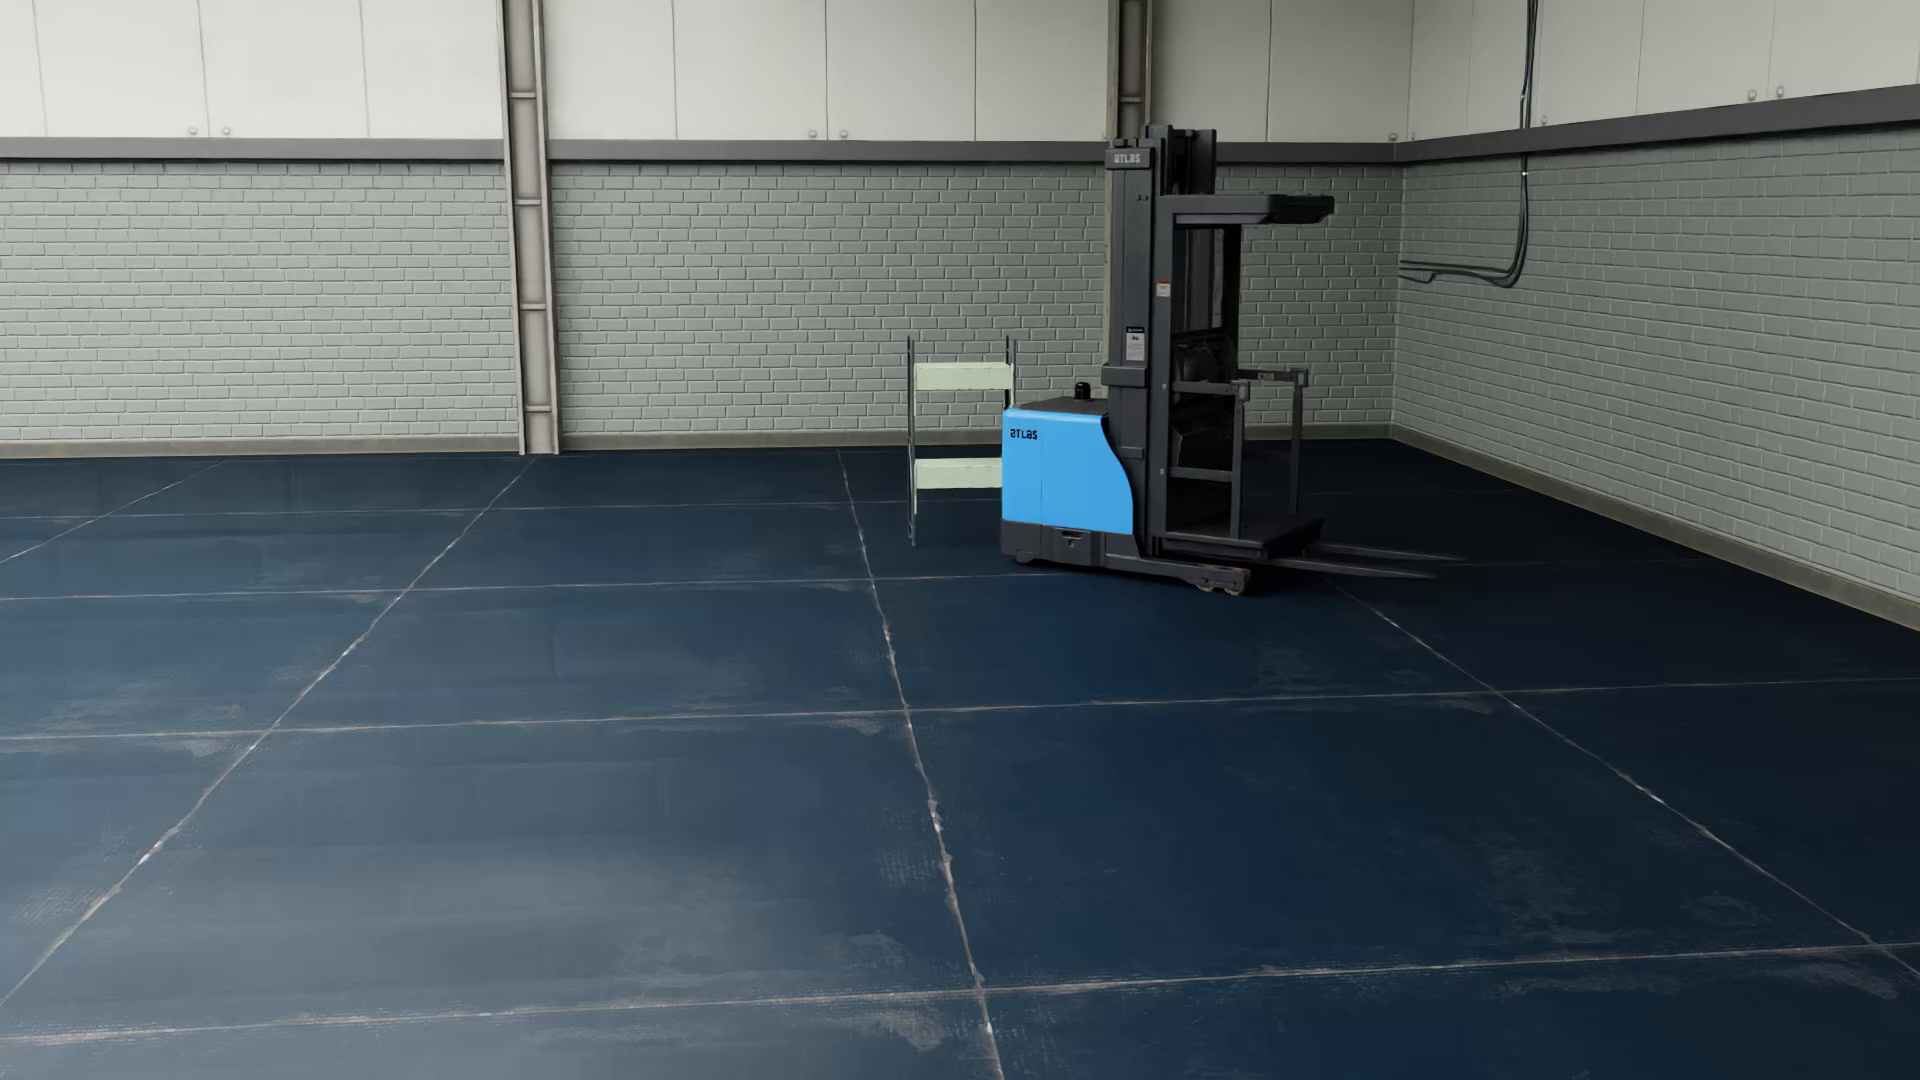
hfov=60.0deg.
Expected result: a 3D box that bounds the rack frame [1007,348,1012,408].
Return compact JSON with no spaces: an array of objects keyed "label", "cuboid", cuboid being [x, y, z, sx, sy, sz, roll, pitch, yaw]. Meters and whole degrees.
[{"label":"rack frame","cuboid":[0.370,-0.744,12.264,0.010,1.308,0.380,-1,11,-6]}]

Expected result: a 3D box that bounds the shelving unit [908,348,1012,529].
[{"label":"shelving unit","cuboid":[0.006,-0.736,12.225,0.742,1.308,0.380,-1,11,-6]}]

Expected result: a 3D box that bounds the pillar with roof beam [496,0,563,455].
[{"label":"pillar with roof beam","cuboid":[-3.788,-4.481,11.833,0.400,9.000,9.100,-1,11,-6]}]

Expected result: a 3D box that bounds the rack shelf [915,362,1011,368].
[{"label":"rack shelf","cuboid":[0.007,-1.250,12.123,0.686,0.052,0.368,-1,11,-6]}]

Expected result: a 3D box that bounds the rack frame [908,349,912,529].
[{"label":"rack frame","cuboid":[-0.357,-0.729,12.187,0.010,1.308,0.380,-1,11,-6]}]

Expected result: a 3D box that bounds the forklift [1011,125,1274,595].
[{"label":"forklift","cuboid":[1.786,-1.202,10.885,3.031,2.935,1.109,7,13,32]}]
